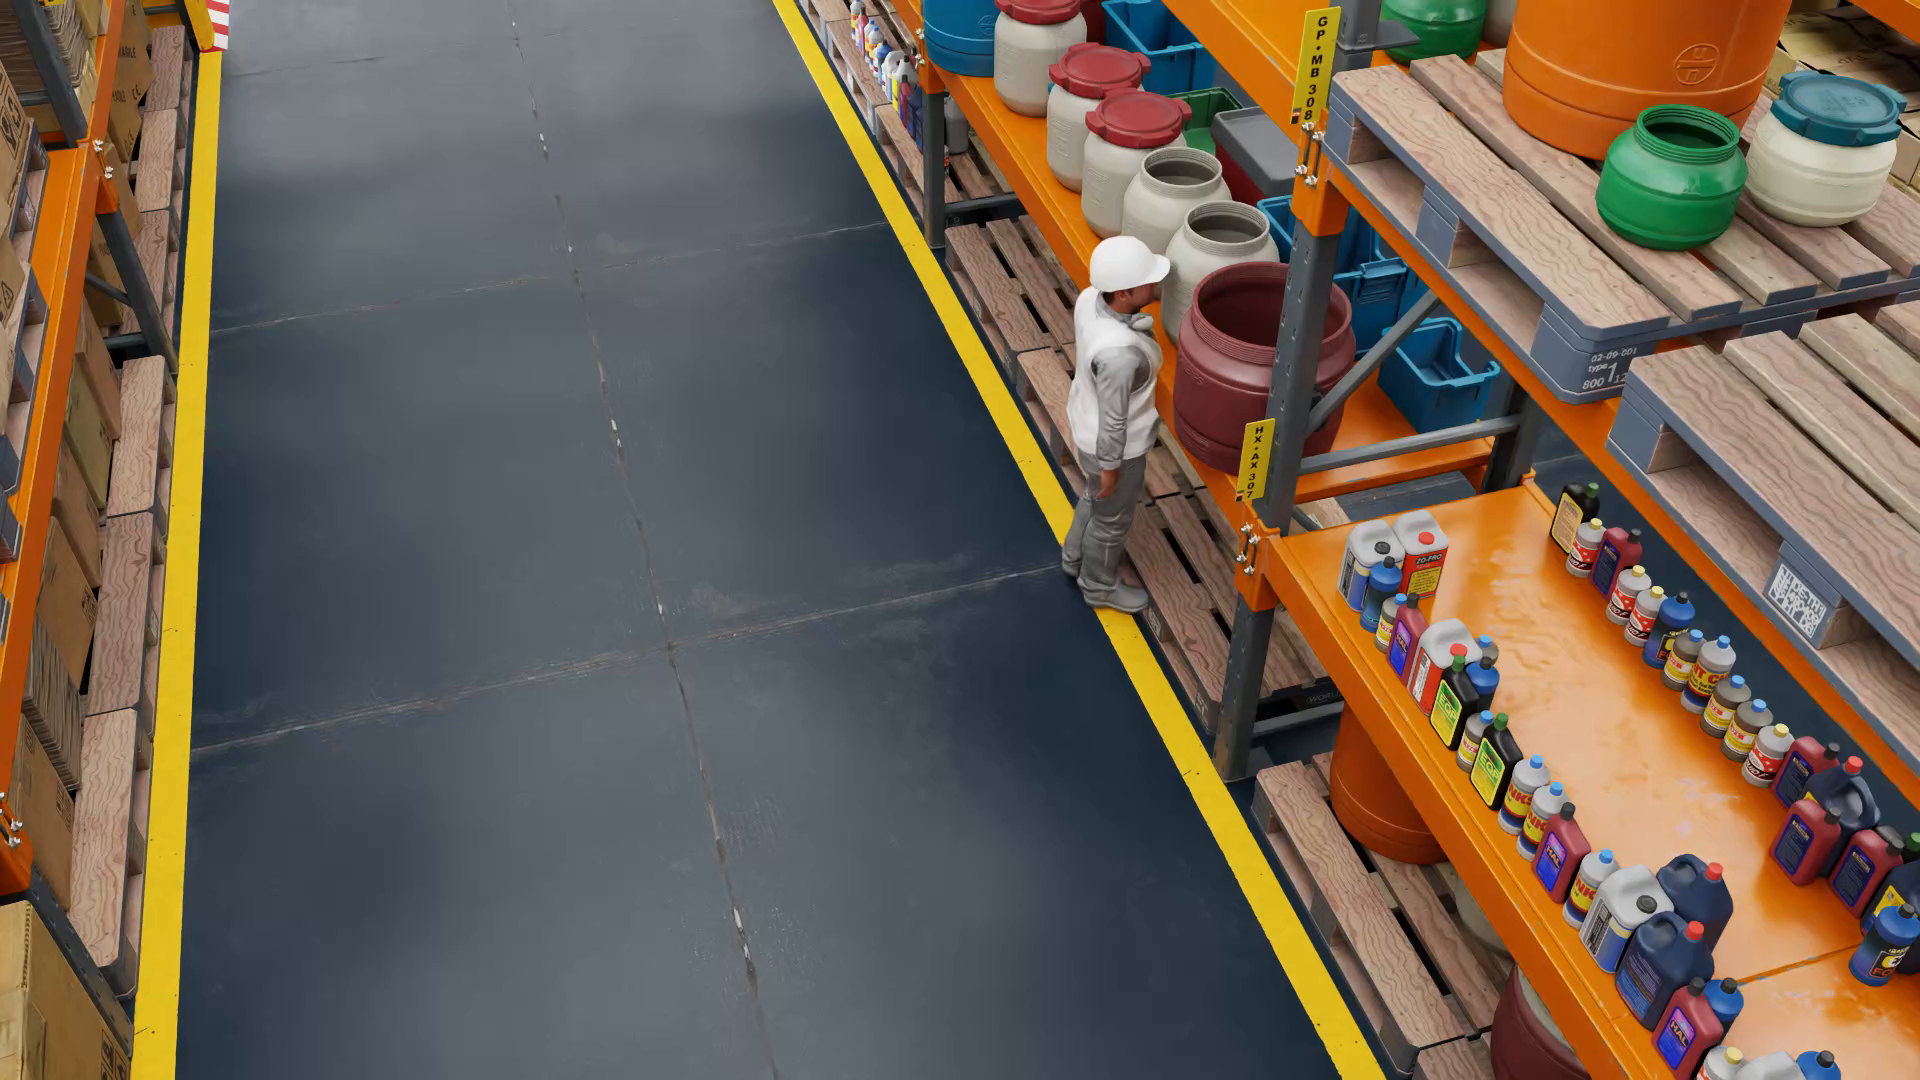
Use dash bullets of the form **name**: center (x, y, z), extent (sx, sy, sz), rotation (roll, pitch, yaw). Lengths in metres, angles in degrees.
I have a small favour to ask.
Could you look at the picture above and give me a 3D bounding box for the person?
- **person**: center (0.624, -0.446, 6.603), extent (0.388, 1.791, 0.604), rotation (-4, 42, -4)
